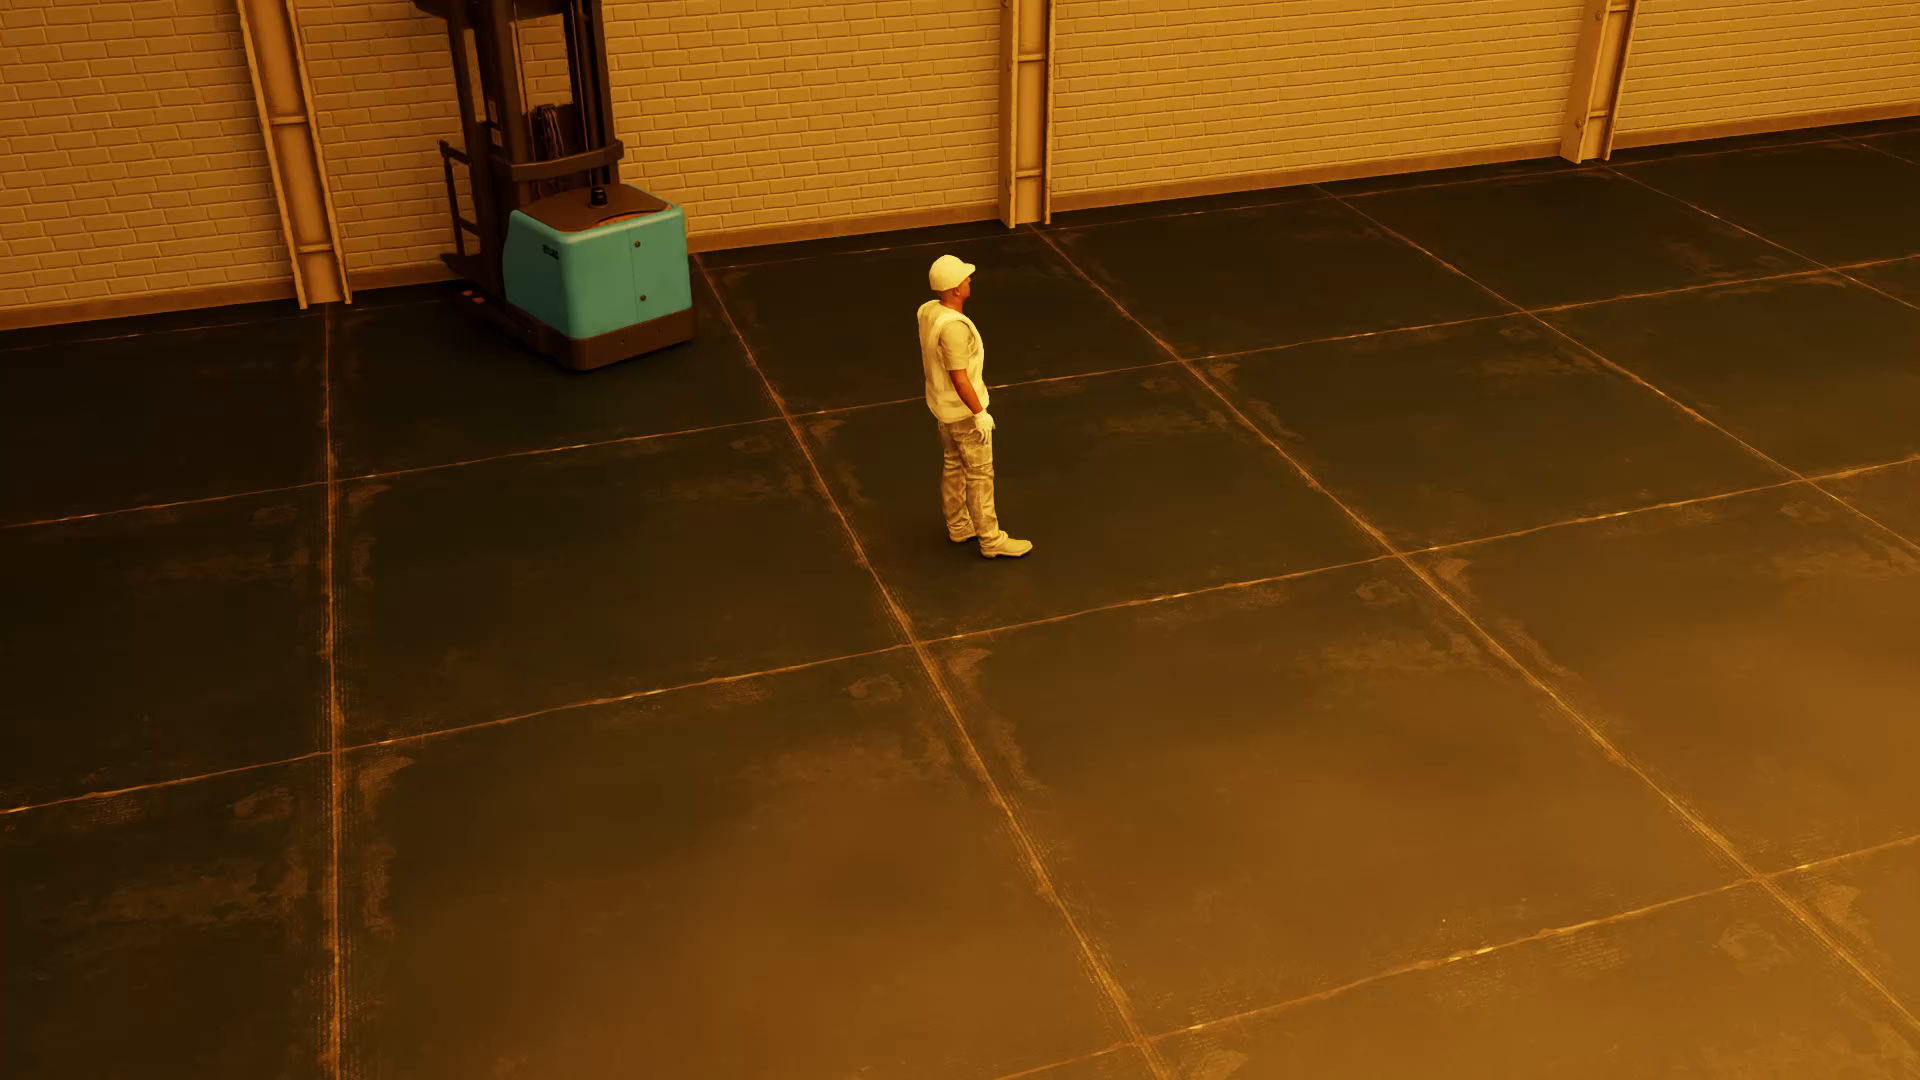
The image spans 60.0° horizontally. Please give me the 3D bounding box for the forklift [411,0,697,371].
[{"bbox_3d":[-3.335,-3.151,12.563,1.130,2.935,3.031,-23,37,-35],"label":"forklift"}]

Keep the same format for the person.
[{"bbox_3d":[0.071,-0.787,9.591,0.575,1.785,0.657,-10,31,-16],"label":"person"}]
